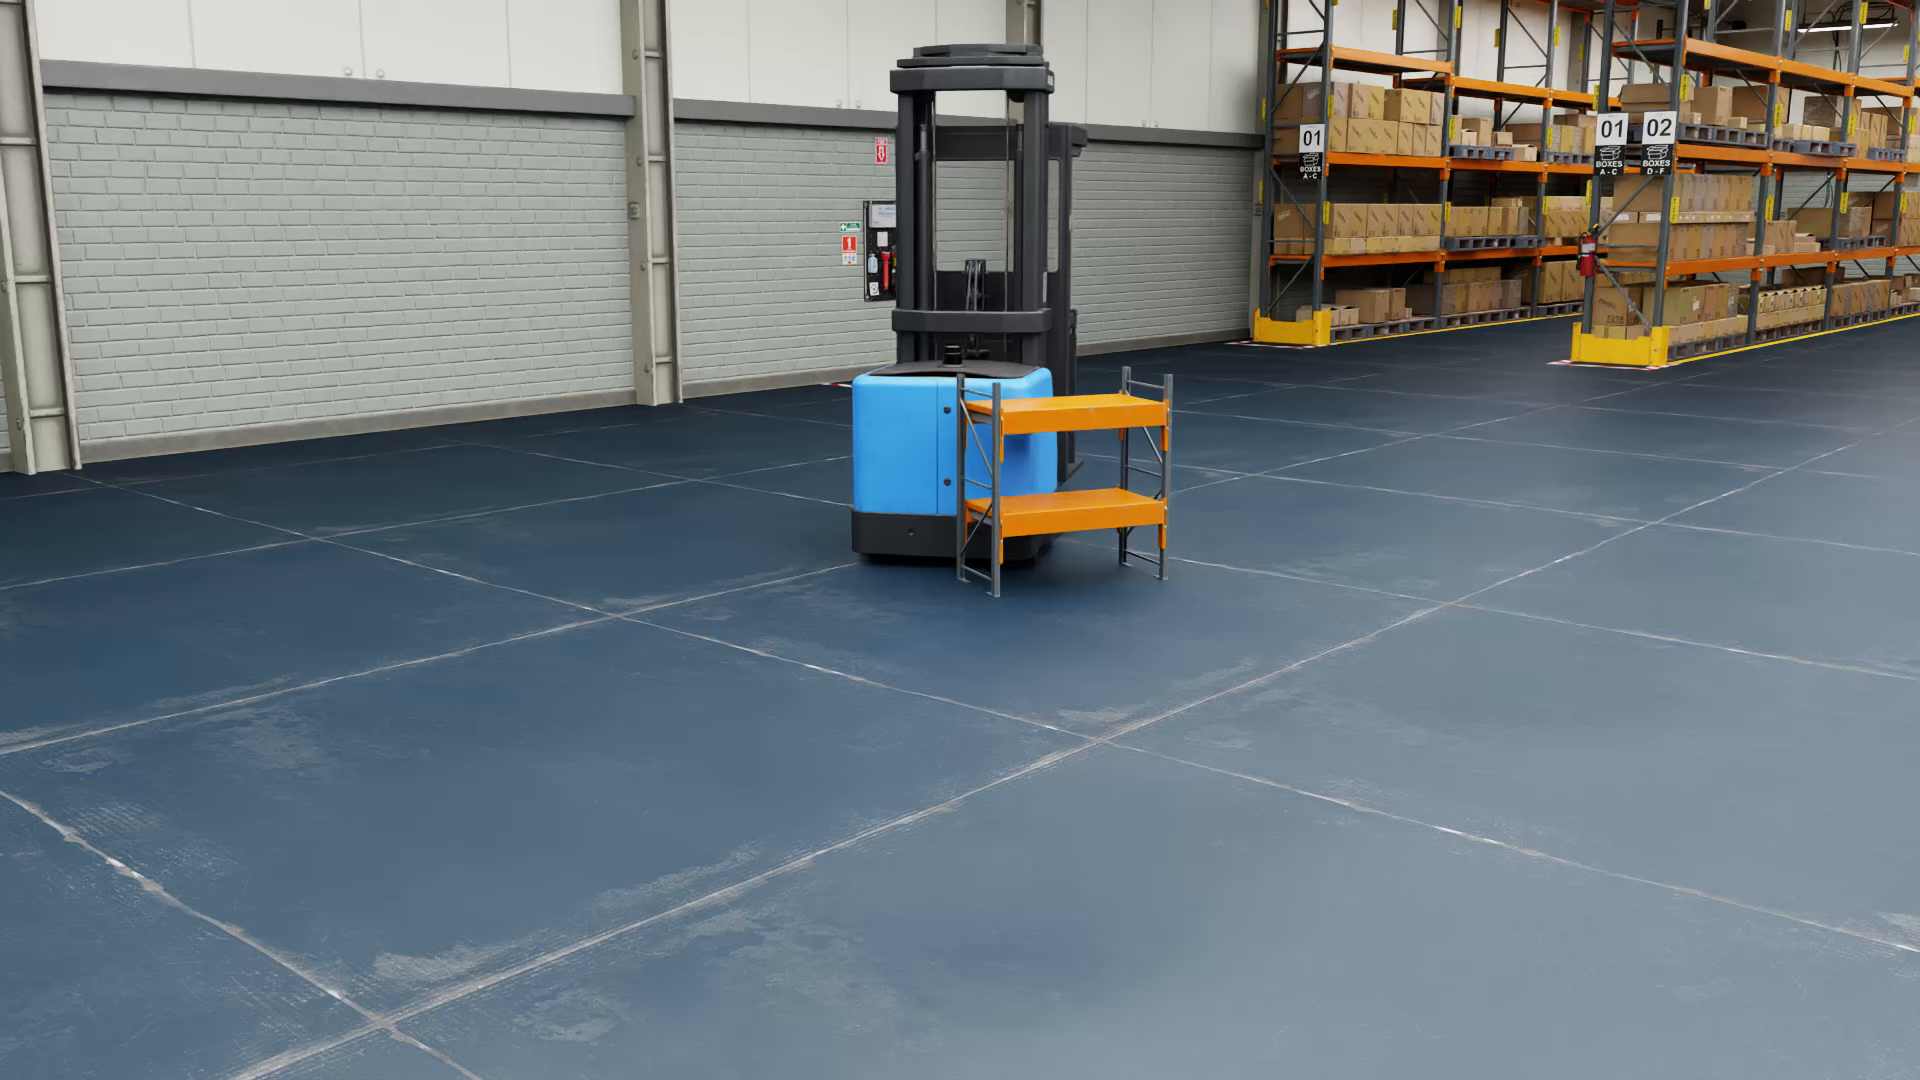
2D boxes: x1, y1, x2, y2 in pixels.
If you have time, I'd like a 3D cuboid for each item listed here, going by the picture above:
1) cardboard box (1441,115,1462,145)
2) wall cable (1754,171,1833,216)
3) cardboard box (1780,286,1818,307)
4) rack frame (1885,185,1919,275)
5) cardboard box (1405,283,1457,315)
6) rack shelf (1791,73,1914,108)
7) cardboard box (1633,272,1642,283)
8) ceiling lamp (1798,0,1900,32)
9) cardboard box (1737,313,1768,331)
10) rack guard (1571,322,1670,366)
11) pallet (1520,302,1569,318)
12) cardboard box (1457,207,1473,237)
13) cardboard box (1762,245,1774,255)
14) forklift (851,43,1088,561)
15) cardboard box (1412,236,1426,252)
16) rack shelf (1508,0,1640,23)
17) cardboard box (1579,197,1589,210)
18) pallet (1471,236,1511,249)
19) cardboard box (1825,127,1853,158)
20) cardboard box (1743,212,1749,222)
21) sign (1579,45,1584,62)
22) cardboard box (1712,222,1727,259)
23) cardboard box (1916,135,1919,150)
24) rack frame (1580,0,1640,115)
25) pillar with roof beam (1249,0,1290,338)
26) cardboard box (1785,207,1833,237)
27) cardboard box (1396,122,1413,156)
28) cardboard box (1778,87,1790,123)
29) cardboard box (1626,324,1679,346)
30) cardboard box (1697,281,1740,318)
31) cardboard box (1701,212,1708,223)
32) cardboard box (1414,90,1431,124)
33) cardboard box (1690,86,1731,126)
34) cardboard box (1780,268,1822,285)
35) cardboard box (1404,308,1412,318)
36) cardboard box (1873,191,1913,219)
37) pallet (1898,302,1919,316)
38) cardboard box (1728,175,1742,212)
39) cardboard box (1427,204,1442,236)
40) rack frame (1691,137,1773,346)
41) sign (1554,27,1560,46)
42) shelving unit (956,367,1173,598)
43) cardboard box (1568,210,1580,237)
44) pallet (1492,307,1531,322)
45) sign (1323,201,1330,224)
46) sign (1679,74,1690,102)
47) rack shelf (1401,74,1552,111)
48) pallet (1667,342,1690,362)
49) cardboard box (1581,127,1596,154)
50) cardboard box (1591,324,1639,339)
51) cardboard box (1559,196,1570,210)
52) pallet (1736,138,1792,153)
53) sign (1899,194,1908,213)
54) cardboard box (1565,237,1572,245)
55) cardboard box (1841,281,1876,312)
[{"bbox_3d":[8.026,-6.837,27.798,0.500,0.500,0.500,-9,15,-39],"label":"cardboard box"},{"bbox_3d":[19.528,-9.012,40.283,3.097,2.526,0.112,10,15,40],"label":"wall cable"},{"bbox_3d":[13.470,-3.936,26.775,0.500,0.311,0.500,9,15,39],"label":"cardboard box"},{"bbox_3d":[19.249,-6.167,33.427,1.000,3.000,0.127,10,15,40],"label":"rack frame"},{"bbox_3d":[8.078,-4.141,28.546,0.700,0.500,0.500,10,15,42],"label":"cardboard box"},{"bbox_3d":[15.289,-7.677,28.530,1.077,0.370,4.000,10,15,40],"label":"rack shelf"},{"bbox_3d":[13.790,-5.368,34.741,0.700,0.500,0.500,10,15,40],"label":"cardboard box"},{"bbox_3d":[19.195,-12.679,35.814,2.000,3.185,0.800,10,15,40],"label":"ceiling lamp"},{"bbox_3d":[11.781,-3.286,24.953,0.500,0.250,0.500,9,15,39],"label":"cardboard box"},{"bbox_3d":[8.672,-2.583,21.868,1.175,0.500,0.348,10,15,40],"label":"rack guard"},{"bbox_3d":[10.822,-4.368,31.543,1.003,0.211,1.213,10,15,40],"label":"pallet"},{"bbox_3d":[8.341,-5.458,28.499,0.500,0.500,0.700,-10,15,-42],"label":"cardboard box"},{"bbox_3d":[12.067,-4.382,25.133,0.380,0.149,0.250,10,15,40],"label":"cardboard box"},{"bbox_3d":[0.196,-1.562,10.550,1.130,2.935,3.031,2,12,12],"label":"forklift"},{"bbox_3d":[7.185,-4.796,26.898,0.500,0.250,0.500,10,15,41],"label":"cardboard box"},{"bbox_3d":[11.565,-10.143,31.369,1.077,0.370,4.000,10,15,40],"label":"rack shelf"},{"bbox_3d":[11.752,-6.465,31.939,0.500,0.250,0.500,9,15,39],"label":"cardboard box"},{"bbox_3d":[8.969,-5.239,29.272,1.003,0.211,1.213,10,15,40],"label":"pallet"},{"bbox_3d":[14.231,-6.578,27.574,0.910,0.500,0.500,10,15,40],"label":"cardboard box"},{"bbox_3d":[11.145,-4.664,23.995,0.380,0.149,0.250,9,15,39],"label":"cardboard box"},{"bbox_3d":[12.485,-9.771,33.367,0.100,0.325,0.005,10,15,40],"label":"sign"},{"bbox_3d":[10.363,-4.232,23.487,0.700,0.500,0.500,10,15,41],"label":"cardboard box"},{"bbox_3d":[17.445,-7.334,30.720,0.500,0.250,0.500,10,15,40],"label":"cardboard box"},{"bbox_3d":[12.886,-9.160,33.097,1.000,3.000,0.127,10,15,40],"label":"rack frame"},{"bbox_3d":[8.010,-7.053,22.546,9.100,9.000,0.400,10,15,40],"label":"pillar with roof beam"},{"bbox_3d":[14.300,-5.352,28.020,0.700,0.500,0.500,4,12,21],"label":"cardboard box"},{"bbox_3d":[6.776,-6.305,26.157,0.500,0.500,0.500,9,14,38],"label":"cardboard box"},{"bbox_3d":[12.123,-6.545,25.057,0.500,0.500,0.500,-10,15,-42],"label":"cardboard box"},{"bbox_3d":[9.209,-2.720,22.120,0.500,0.250,0.500,10,15,40],"label":"cardboard box"},{"bbox_3d":[10.847,-3.458,23.899,0.500,0.500,0.500,10,15,40],"label":"cardboard box"},{"bbox_3d":[9.957,-4.399,22.668,0.380,0.149,0.250,10,15,40],"label":"cardboard box"},{"bbox_3d":[7.122,-6.870,26.431,0.500,0.500,0.500,11,16,43],"label":"cardboard box"},{"bbox_3d":[9.989,-5.816,22.329,0.500,0.500,0.500,10,15,40],"label":"cardboard box"},{"bbox_3d":[14.444,-4.524,28.548,0.500,0.250,0.500,11,15,42],"label":"cardboard box"},{"bbox_3d":[7.274,-3.785,27.613,0.380,0.166,0.250,7,14,33],"label":"cardboard box"},{"bbox_3d":[17.131,-6.150,30.538,0.500,0.500,0.500,10,15,42],"label":"cardboard box"},{"bbox_3d":[17.868,-4.492,32.162,1.003,0.211,1.213,10,15,40],"label":"pallet"},{"bbox_3d":[10.707,-4.946,23.747,0.700,0.500,0.500,10,15,40],"label":"cardboard box"},{"bbox_3d":[7.525,-5.235,27.183,0.500,0.500,0.500,10,15,40],"label":"cardboard box"},{"bbox_3d":[11.328,-4.401,24.588,1.000,3.000,0.127,10,15,40],"label":"rack frame"},{"bbox_3d":[10.659,-9.000,29.707,0.100,0.325,0.005,10,15,40],"label":"sign"},{"bbox_3d":[0.560,-0.336,9.020,1.048,1.125,0.538,-5,12,-23],"label":"shelving unit"},{"bbox_3d":[11.439,-6.021,31.634,0.500,0.500,0.500,10,15,40],"label":"cardboard box"},{"bbox_3d":[9.728,-4.147,30.437,1.003,0.211,1.213,10,15,40],"label":"pallet"},{"bbox_3d":[5.372,-4.807,24.409,0.100,0.325,0.005,10,15,40],"label":"sign"},{"bbox_3d":[9.101,-5.678,20.890,0.100,0.325,0.005,10,15,40],"label":"sign"},{"bbox_3d":[8.925,-7.728,28.787,1.077,0.370,4.000,10,15,40],"label":"rack shelf"},{"bbox_3d":[9.161,-2.563,22.505,1.003,0.211,1.213,10,15,40],"label":"pallet"},{"bbox_3d":[11.903,-7.748,32.309,0.700,0.500,0.500,9,15,39],"label":"cardboard box"},{"bbox_3d":[8.820,-2.787,22.456,0.500,0.250,0.500,10,15,40],"label":"cardboard box"},{"bbox_3d":[11.093,-6.315,31.188,0.500,0.250,0.500,9,15,40],"label":"cardboard box"},{"bbox_3d":[11.901,-5.910,24.971,0.805,0.209,1.217,9,14,38],"label":"pallet"},{"bbox_3d":[17.028,-6.075,30.011,0.100,0.325,0.005,10,15,40],"label":"sign"},{"bbox_3d":[11.465,-5.728,31.819,0.380,0.149,0.250,10,15,41],"label":"cardboard box"},{"bbox_3d":[15.835,-4.313,29.406,0.500,0.500,0.500,10,15,41],"label":"cardboard box"}]
